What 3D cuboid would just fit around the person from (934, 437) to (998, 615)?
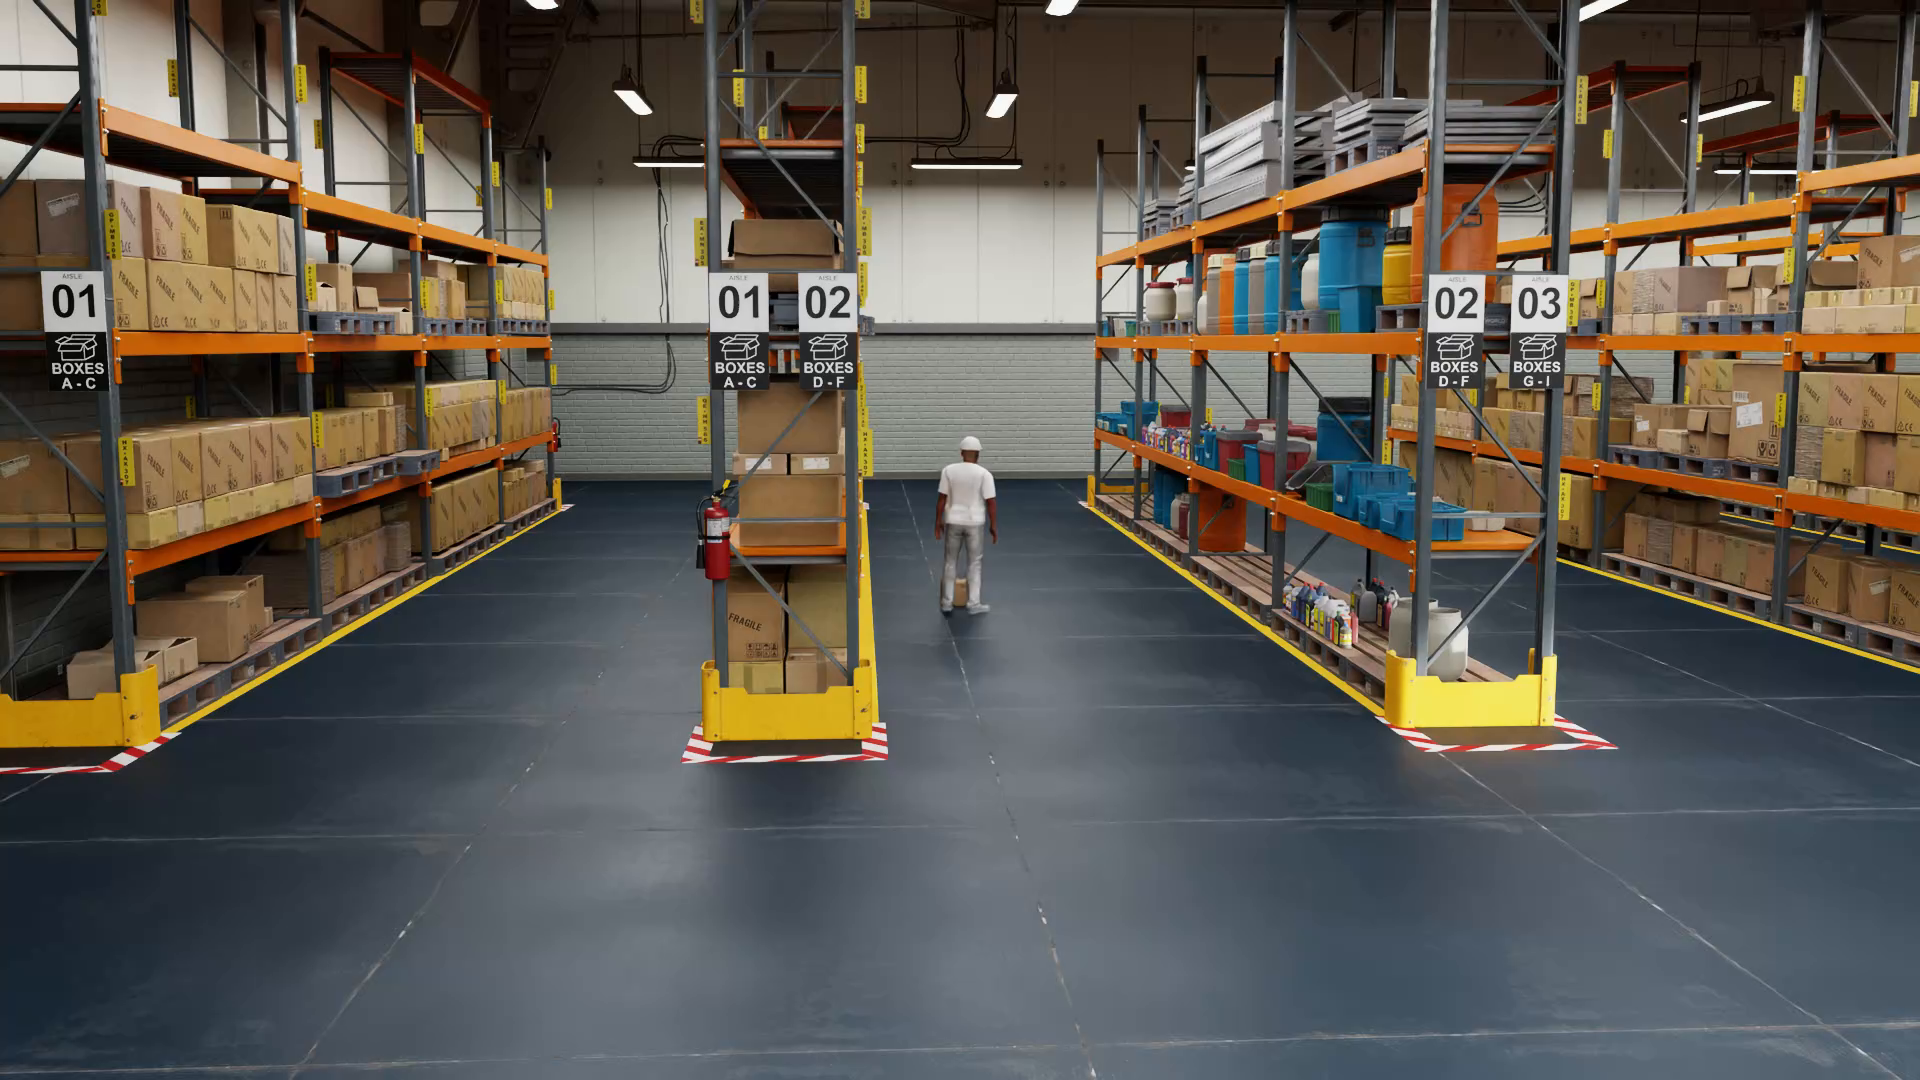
[{"bbox_3d":[0.060,-0.153,16.681,0.642,1.768,0.379,1,7,12],"label":"person"}]
